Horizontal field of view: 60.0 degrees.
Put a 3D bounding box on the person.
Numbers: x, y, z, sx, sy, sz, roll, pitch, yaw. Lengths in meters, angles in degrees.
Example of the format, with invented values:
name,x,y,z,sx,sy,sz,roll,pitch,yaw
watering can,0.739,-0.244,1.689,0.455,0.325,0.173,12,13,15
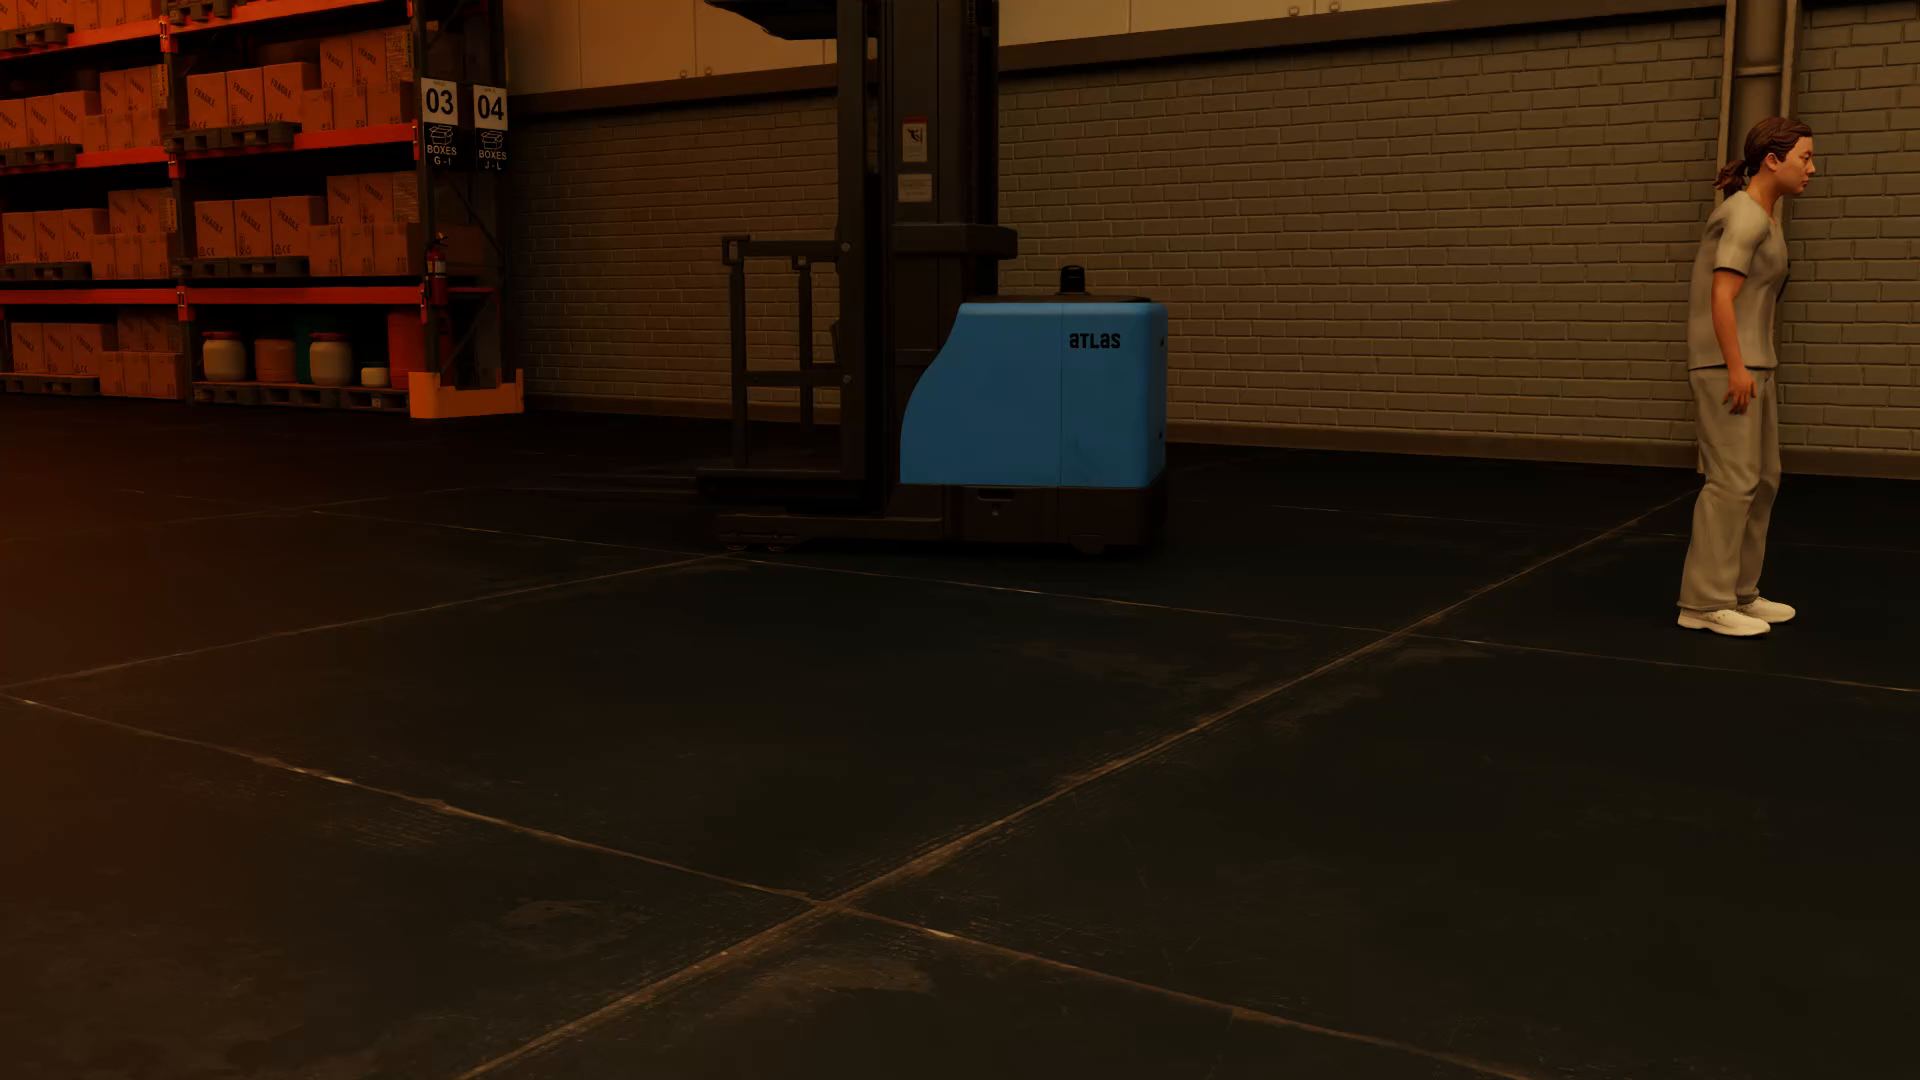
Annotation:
name,x,y,z,sx,sy,sz,roll,pitch,yaw
person,2.595,-0.544,5.497,0.365,1.671,0.507,6,10,36

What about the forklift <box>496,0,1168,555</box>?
name,x,y,z,sx,sy,sz,roll,pitch,yaw
forklift,-0.596,-1.469,7.520,3.031,2.935,1.130,2,8,12
